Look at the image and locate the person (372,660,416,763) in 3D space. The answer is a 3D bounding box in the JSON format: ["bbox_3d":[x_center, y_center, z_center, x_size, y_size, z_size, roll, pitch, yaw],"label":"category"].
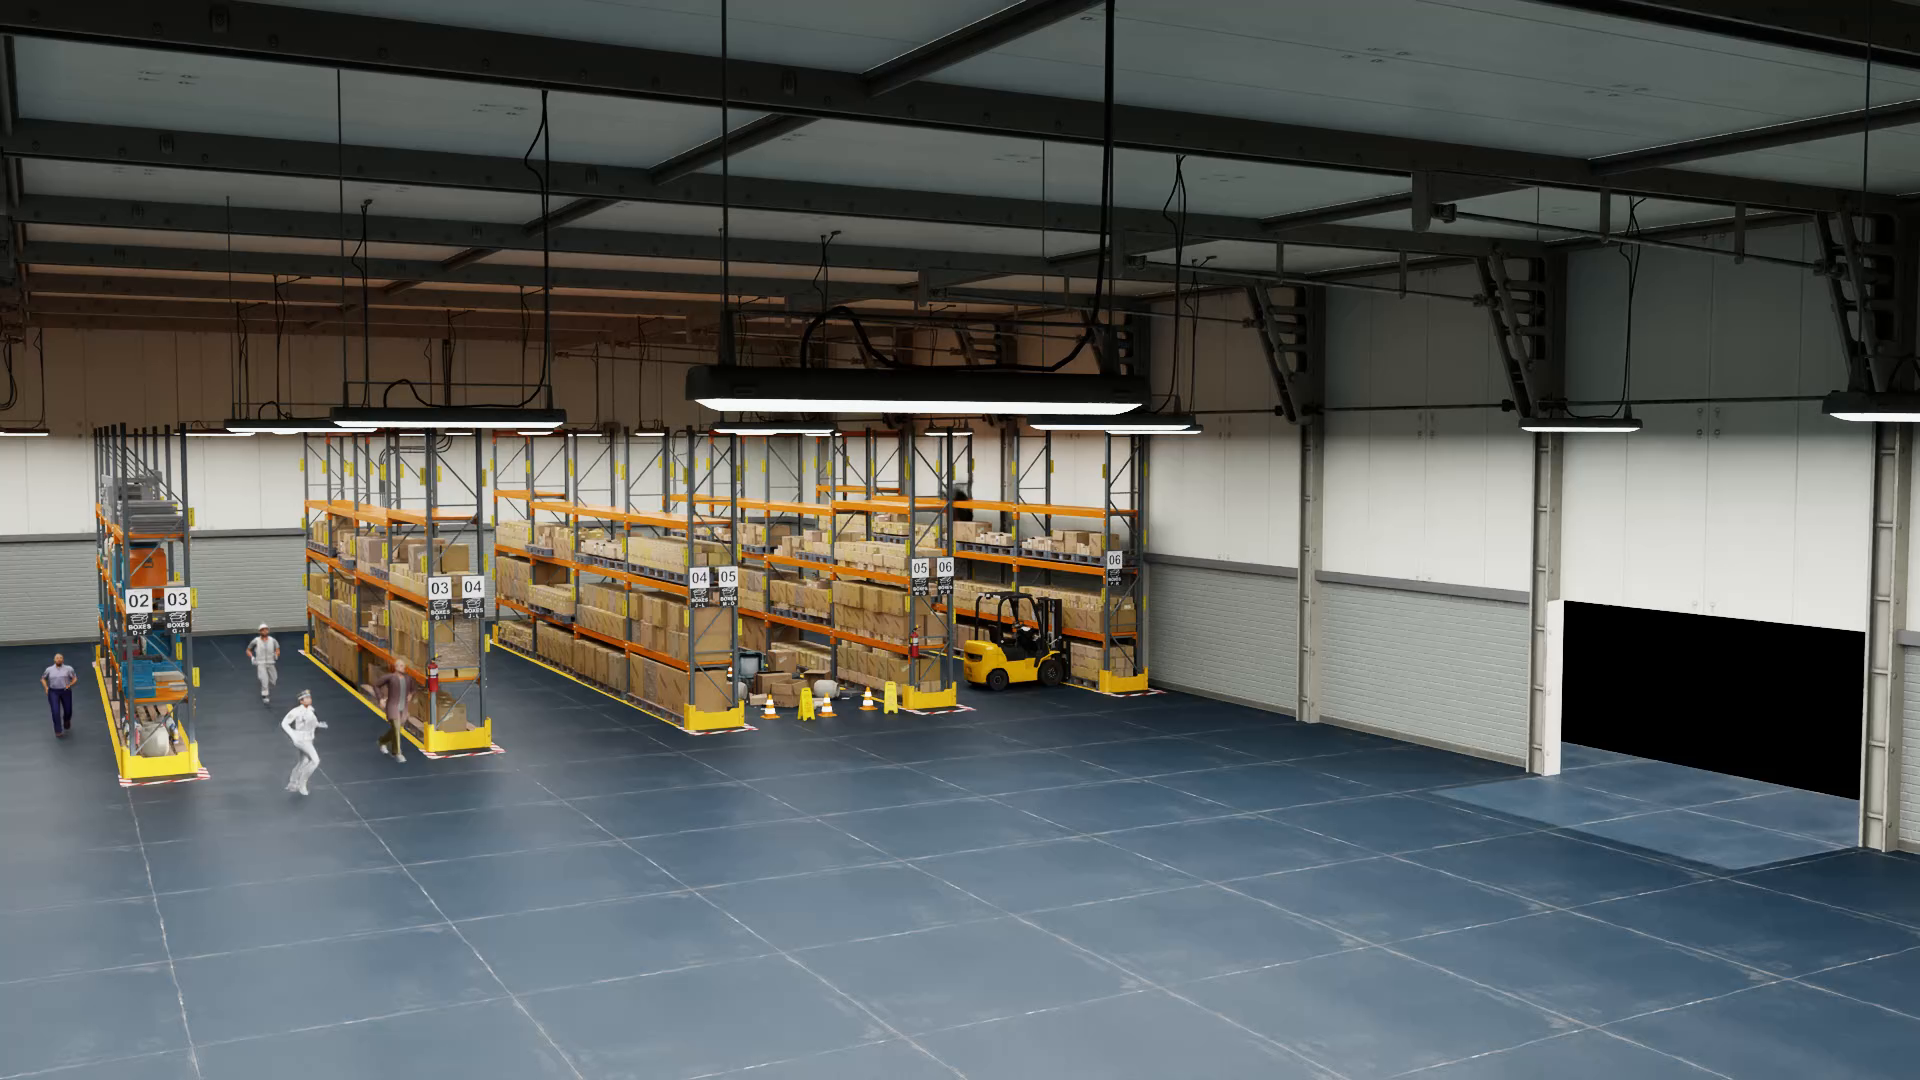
[{"bbox_3d":[-10.109,3.048,29.841,0.987,1.803,0.736,3,4,38],"label":"person"}]

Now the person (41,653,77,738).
[{"bbox_3d":[-17.376,2.978,32.081,0.615,1.602,0.727,-2,4,-29],"label":"person"}]

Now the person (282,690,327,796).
[{"bbox_3d":[-10.561,3.265,26.862,0.672,1.709,0.583,0,3,7],"label":"person"}]

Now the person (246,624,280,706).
[{"bbox_3d":[-14.980,2.682,35.805,0.663,1.748,0.780,-3,4,-37],"label":"person"}]
